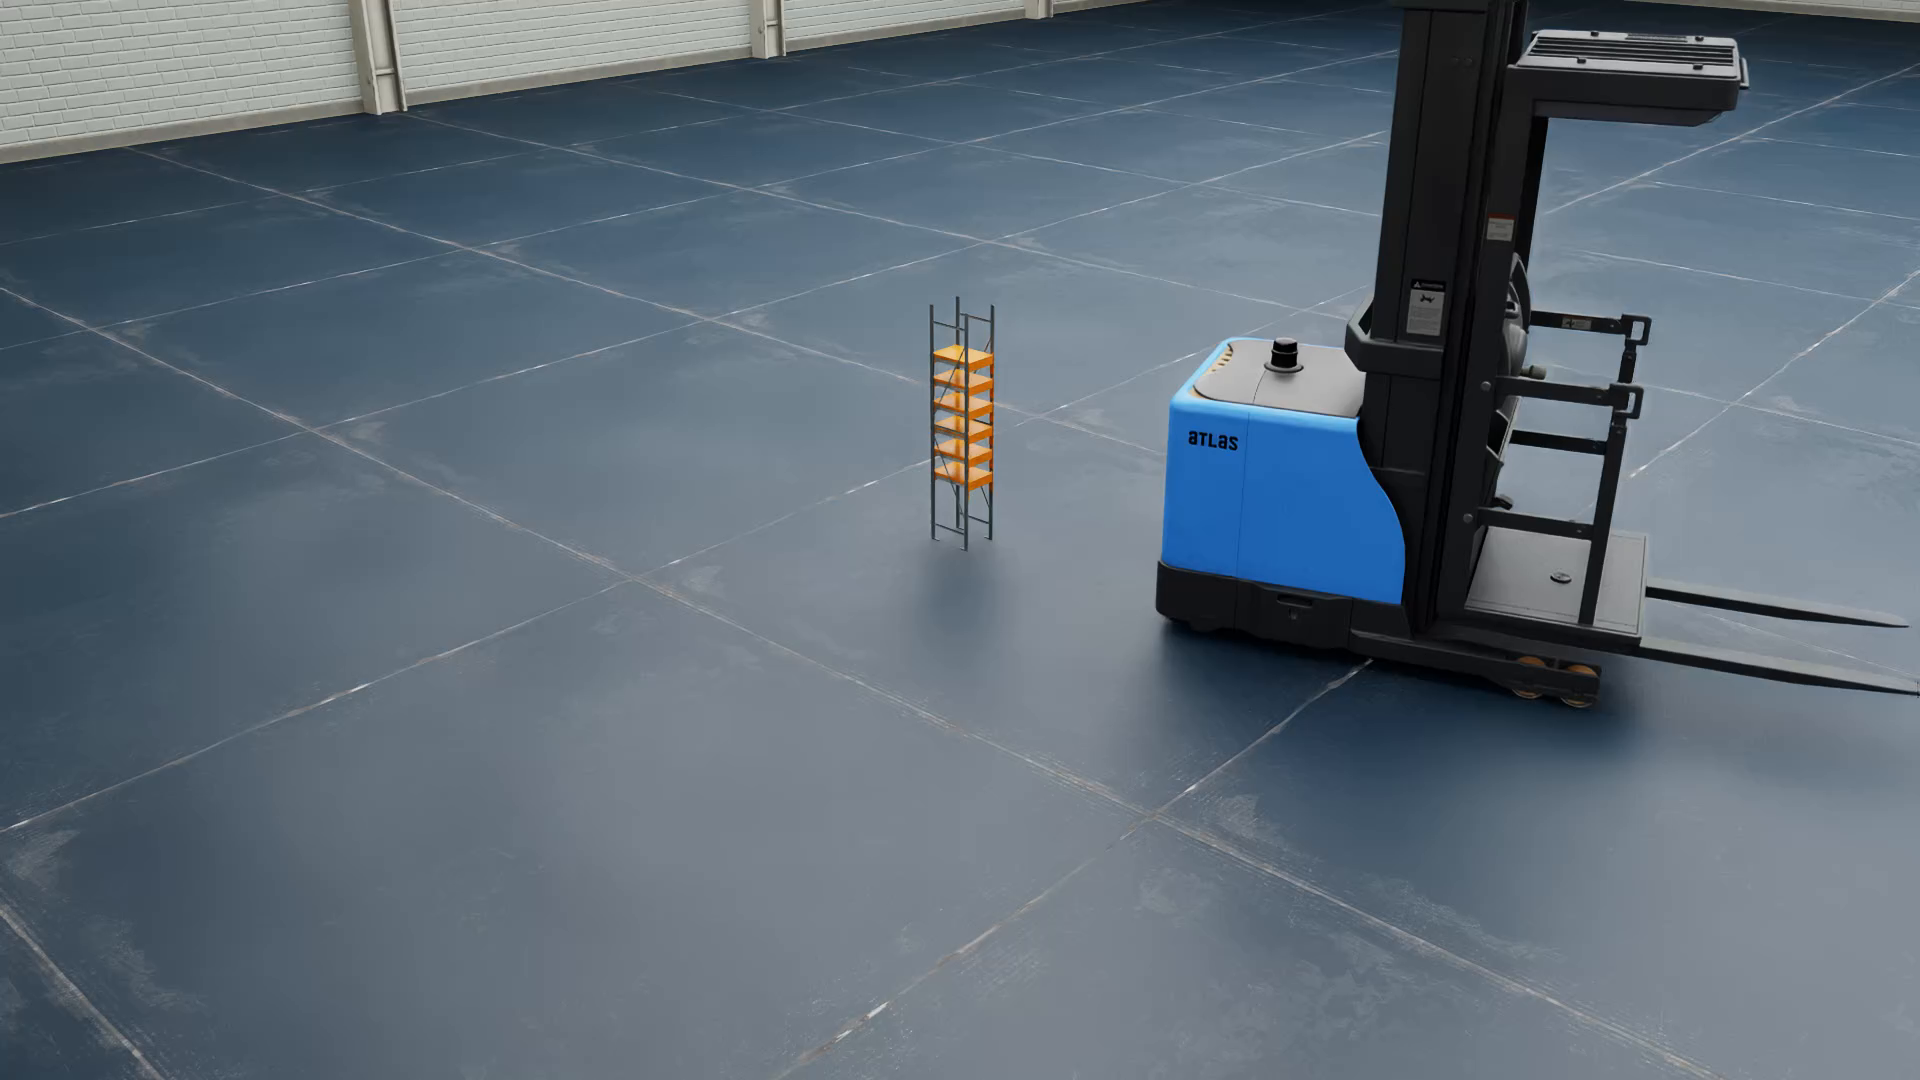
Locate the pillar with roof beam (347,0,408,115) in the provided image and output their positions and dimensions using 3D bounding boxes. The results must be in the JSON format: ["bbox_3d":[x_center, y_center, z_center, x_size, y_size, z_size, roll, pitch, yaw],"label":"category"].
[{"bbox_3d":[-3.503,-7.939,14.958,9.100,9.000,0.400,20,31,38],"label":"pillar with roof beam"}]

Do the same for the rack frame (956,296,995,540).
[{"bbox_3d":[0.071,-0.580,8.077,0.240,1.200,0.006,20,31,38],"label":"rack frame"}]

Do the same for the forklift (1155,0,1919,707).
[{"bbox_3d":[2.438,-0.907,6.689,3.031,2.935,1.130,10,26,20],"label":"forklift"}]

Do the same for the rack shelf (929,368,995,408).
[{"bbox_3d":[0.010,-0.730,7.934,0.258,0.103,0.180,20,31,38],"label":"rack shelf"}]

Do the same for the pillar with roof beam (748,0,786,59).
[{"bbox_3d":[0.502,-9.767,19.035,9.100,9.000,0.400,20,31,38],"label":"pillar with roof beam"}]

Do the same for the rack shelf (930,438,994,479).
[{"bbox_3d":[0.010,-0.402,8.082,0.258,0.103,0.180,20,31,38],"label":"rack shelf"}]

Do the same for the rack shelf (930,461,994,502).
[{"bbox_3d":[0.010,-0.292,8.131,0.258,0.103,0.180,20,31,38],"label":"rack shelf"}]

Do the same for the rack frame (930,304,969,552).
[{"bbox_3d":[-0.051,-0.524,7.952,0.240,1.200,0.006,20,31,38],"label":"rack frame"}]

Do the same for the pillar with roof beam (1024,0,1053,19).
[{"bbox_3d":[4.506,-11.595,23.112,9.100,9.000,0.400,20,31,38],"label":"pillar with roof beam"}]

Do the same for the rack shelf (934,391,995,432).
[{"bbox_3d":[0.010,-0.621,7.983,0.258,0.103,0.180,20,31,38],"label":"rack shelf"}]

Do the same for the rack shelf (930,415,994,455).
[{"bbox_3d":[0.010,-0.511,8.033,0.258,0.103,0.180,20,31,38],"label":"rack shelf"}]

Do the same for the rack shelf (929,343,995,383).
[{"bbox_3d":[0.010,-0.840,7.885,0.258,0.103,0.180,20,31,38],"label":"rack shelf"}]

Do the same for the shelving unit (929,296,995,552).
[{"bbox_3d":[0.010,-0.552,8.014,0.258,1.200,0.189,20,31,38],"label":"shelving unit"}]
